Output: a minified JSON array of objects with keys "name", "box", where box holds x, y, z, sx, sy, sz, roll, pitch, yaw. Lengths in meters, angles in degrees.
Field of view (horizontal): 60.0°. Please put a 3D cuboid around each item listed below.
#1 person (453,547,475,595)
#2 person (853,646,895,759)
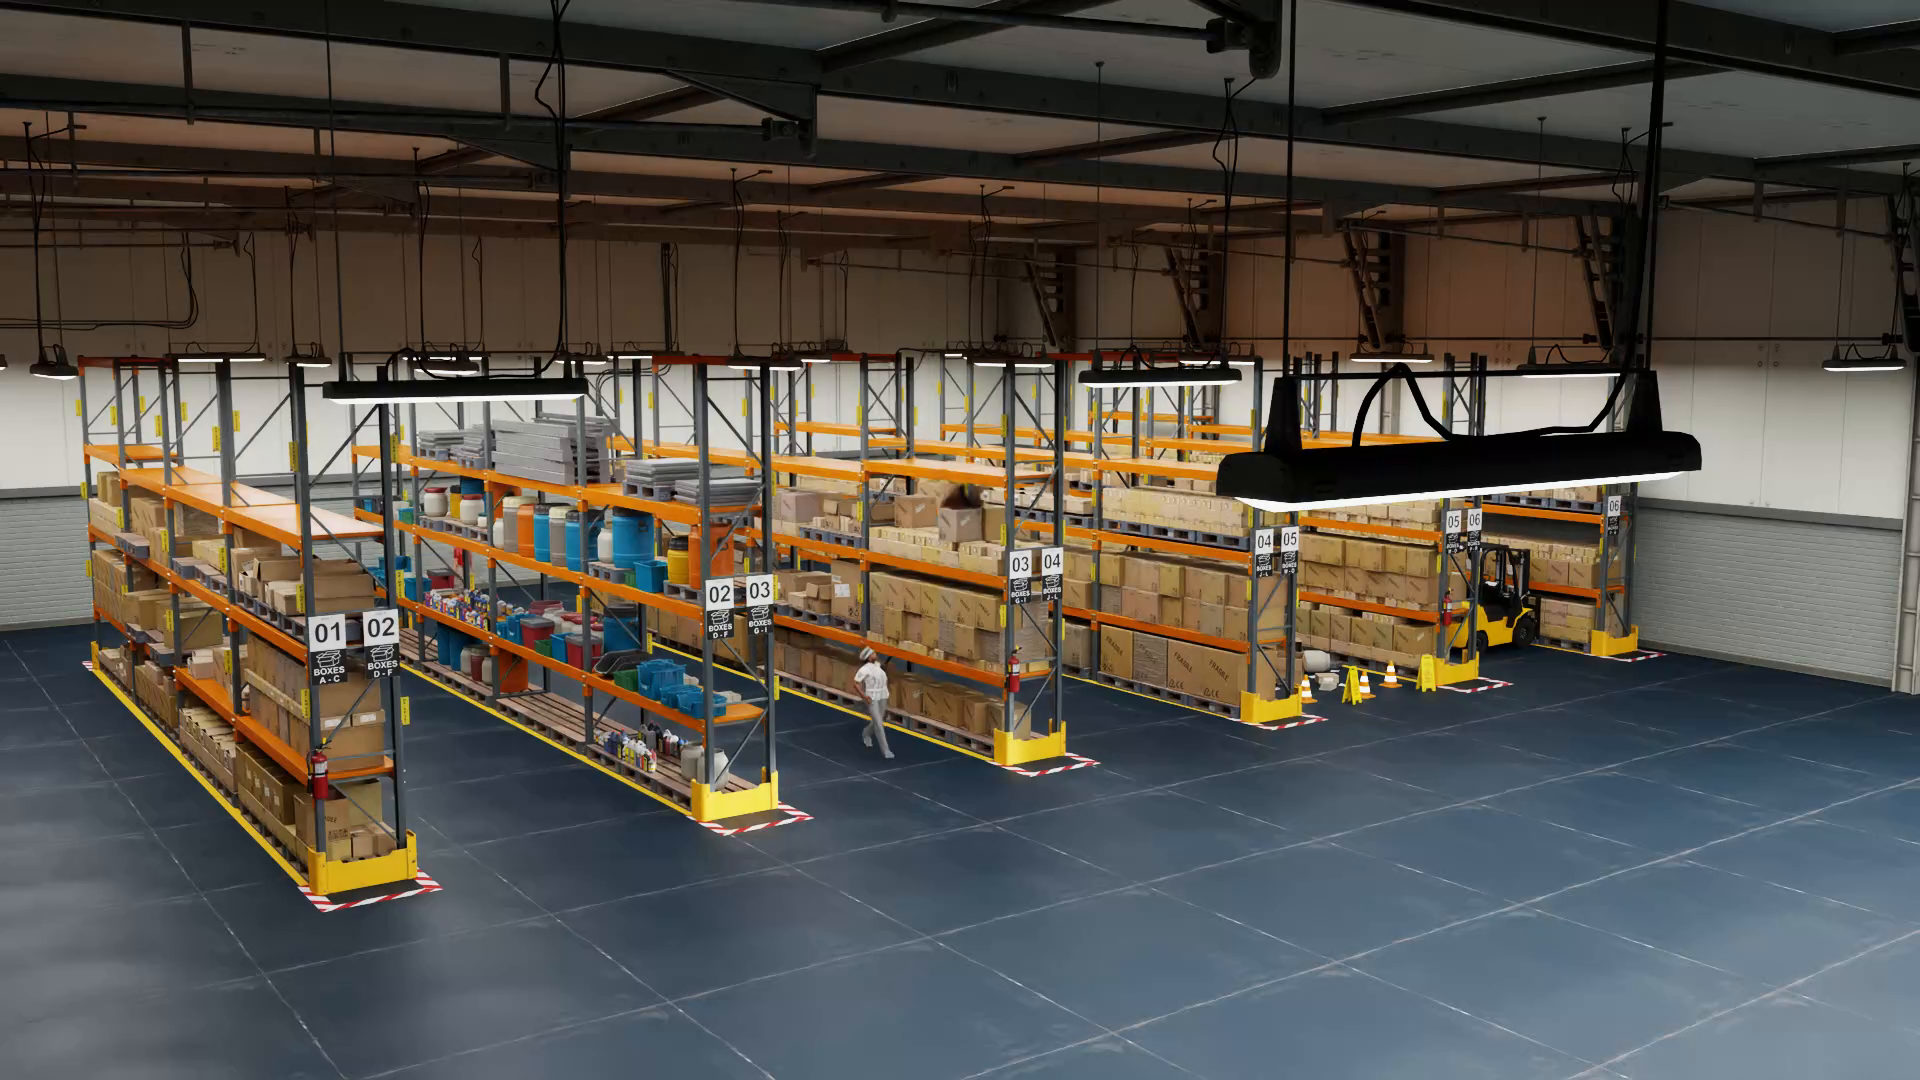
[{"name":"person","box":[-11.722,0.729,39.157,0.604,1.705,0.547,0,7,1]},{"name":"person","box":[-1.300,2.428,25.248,0.623,1.629,1.006,-5,8,-34]}]
